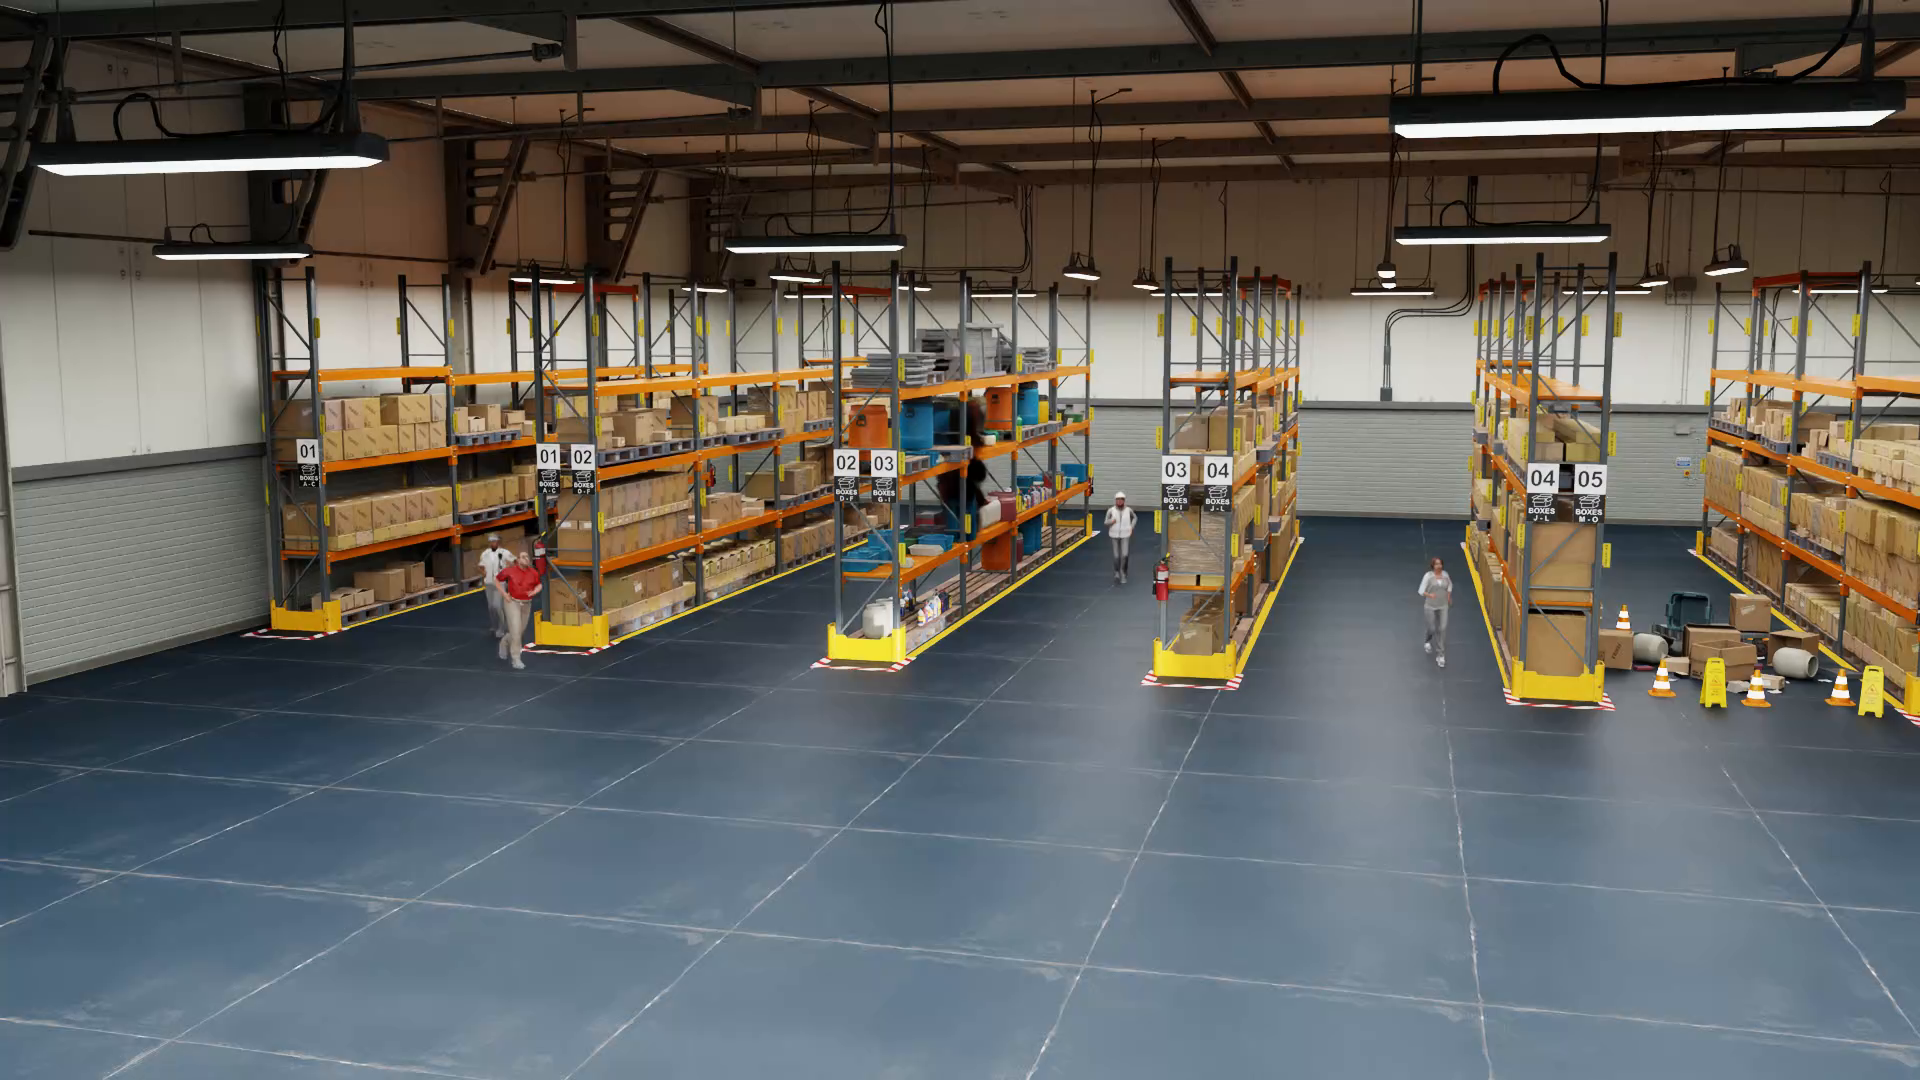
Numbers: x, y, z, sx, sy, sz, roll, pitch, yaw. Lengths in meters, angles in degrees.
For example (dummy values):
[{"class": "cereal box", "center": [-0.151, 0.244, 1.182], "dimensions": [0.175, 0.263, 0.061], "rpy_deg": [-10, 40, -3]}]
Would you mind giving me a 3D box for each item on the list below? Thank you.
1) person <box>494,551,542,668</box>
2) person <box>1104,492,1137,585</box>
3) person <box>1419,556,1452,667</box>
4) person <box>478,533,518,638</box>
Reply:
[{"class": "person", "center": [-6.621, 1.014, 25.019], "dimensions": [0.700, 1.720, 0.891], "rpy_deg": [-6, 10, -41]}, {"class": "person", "center": [3.162, -0.037, 32.837], "dimensions": [0.639, 1.825, 0.734], "rpy_deg": [1, 7, 8]}, {"class": "person", "center": [7.156, 1.038, 25.012], "dimensions": [0.538, 1.605, 0.877], "rpy_deg": [0, 7, 3]}, {"class": "person", "center": [-7.564, 0.742, 27.178], "dimensions": [0.598, 1.749, 0.703], "rpy_deg": [1, 7, 6]}]
